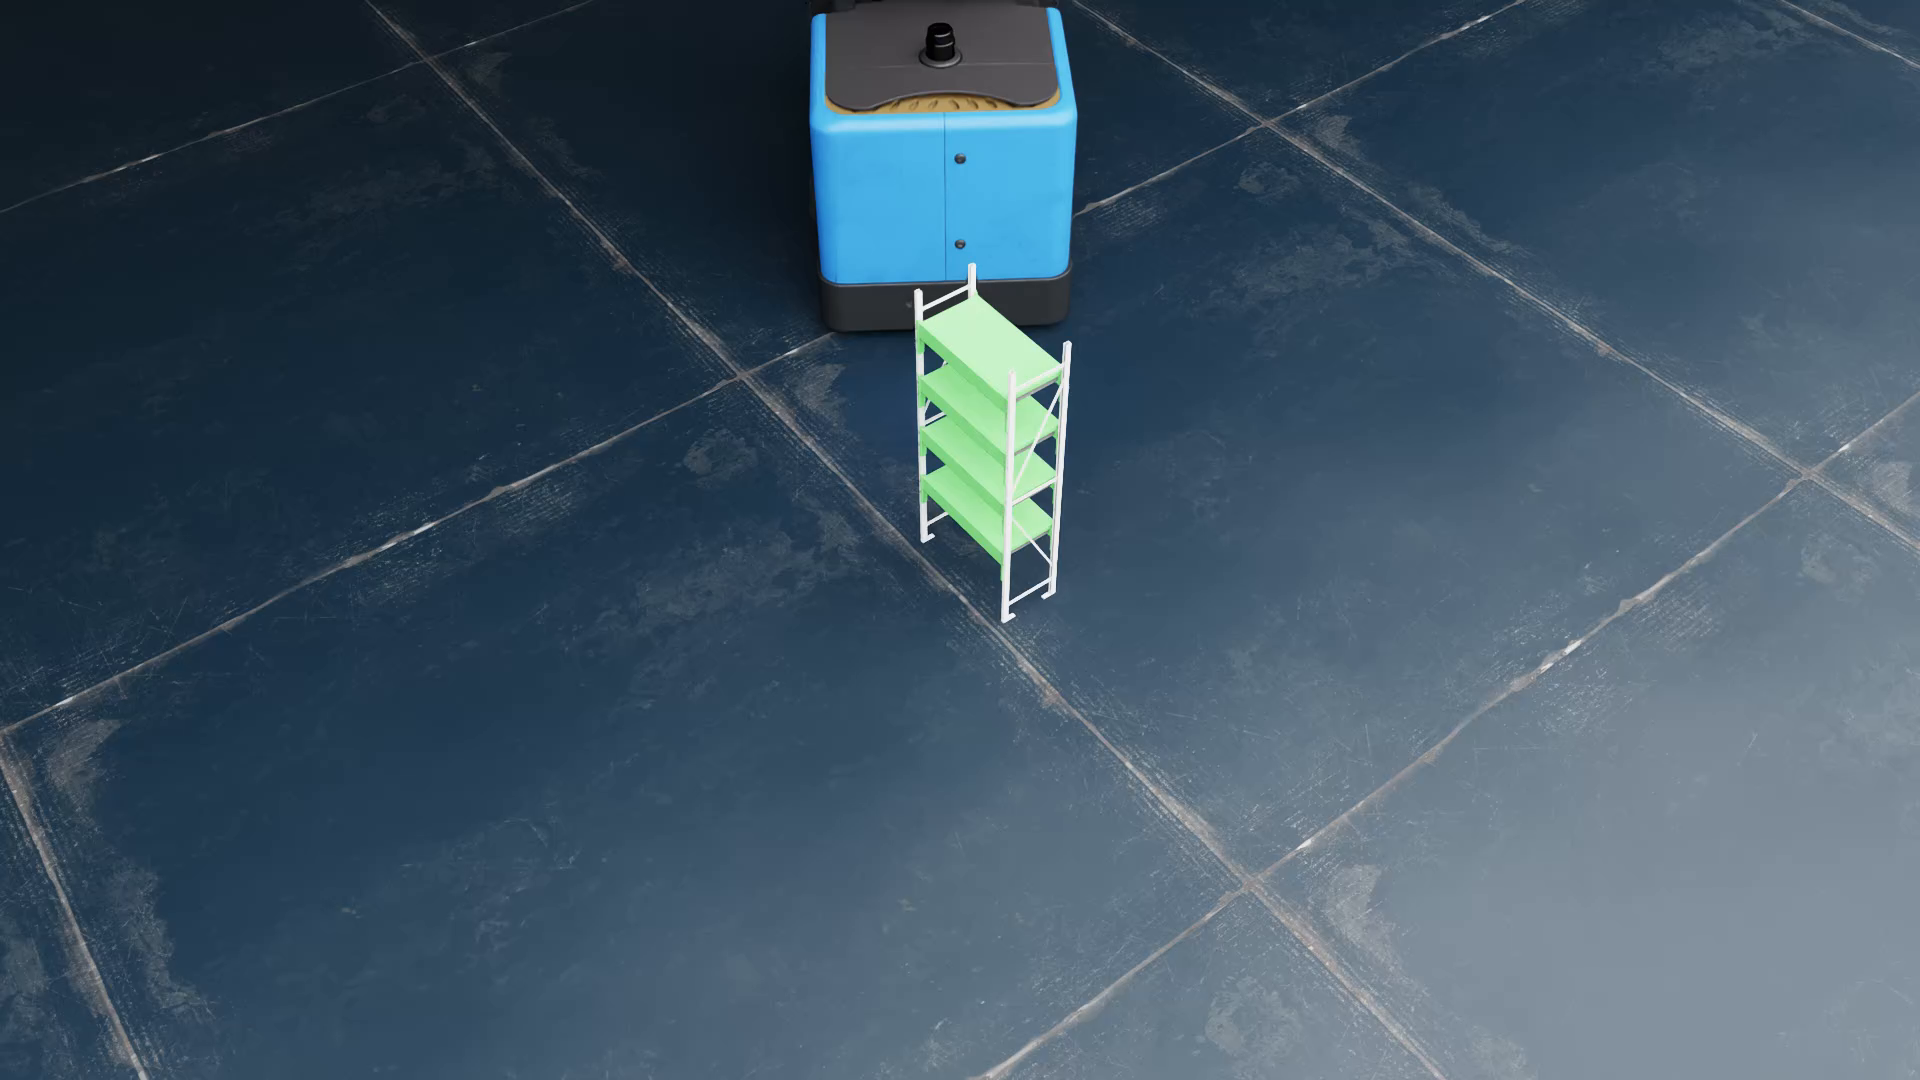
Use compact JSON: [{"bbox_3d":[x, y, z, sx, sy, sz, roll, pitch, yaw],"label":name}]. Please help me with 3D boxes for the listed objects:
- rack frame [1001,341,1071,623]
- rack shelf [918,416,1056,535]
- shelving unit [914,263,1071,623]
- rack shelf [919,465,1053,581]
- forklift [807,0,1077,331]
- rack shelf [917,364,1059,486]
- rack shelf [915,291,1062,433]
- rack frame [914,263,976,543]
[{"bbox_3d":[0.248,-0.162,5.587,0.240,1.200,0.015,-29,54,-24],"label":"rack frame"},{"bbox_3d":[0.100,-0.262,5.764,0.258,0.148,0.480,-29,54,-24],"label":"rack shelf"},{"bbox_3d":[0.100,-0.305,5.717,0.258,1.200,0.503,-29,54,-24],"label":"shelving unit"},{"bbox_3d":[0.100,-0.101,5.942,0.258,0.148,0.480,-29,54,-24],"label":"rack shelf"},{"bbox_3d":[-0.131,-2.943,6.940,1.130,2.935,3.031,-2,48,-2],"label":"forklift"},{"bbox_3d":[0.100,-0.424,5.587,0.258,0.148,0.480,-29,54,-24],"label":"rack shelf"},{"bbox_3d":[0.100,-0.585,5.409,0.258,0.148,0.480,-29,54,-24],"label":"rack shelf"},{"bbox_3d":[-0.048,-0.449,5.847,0.240,1.200,0.015,-29,54,-24],"label":"rack frame"}]
